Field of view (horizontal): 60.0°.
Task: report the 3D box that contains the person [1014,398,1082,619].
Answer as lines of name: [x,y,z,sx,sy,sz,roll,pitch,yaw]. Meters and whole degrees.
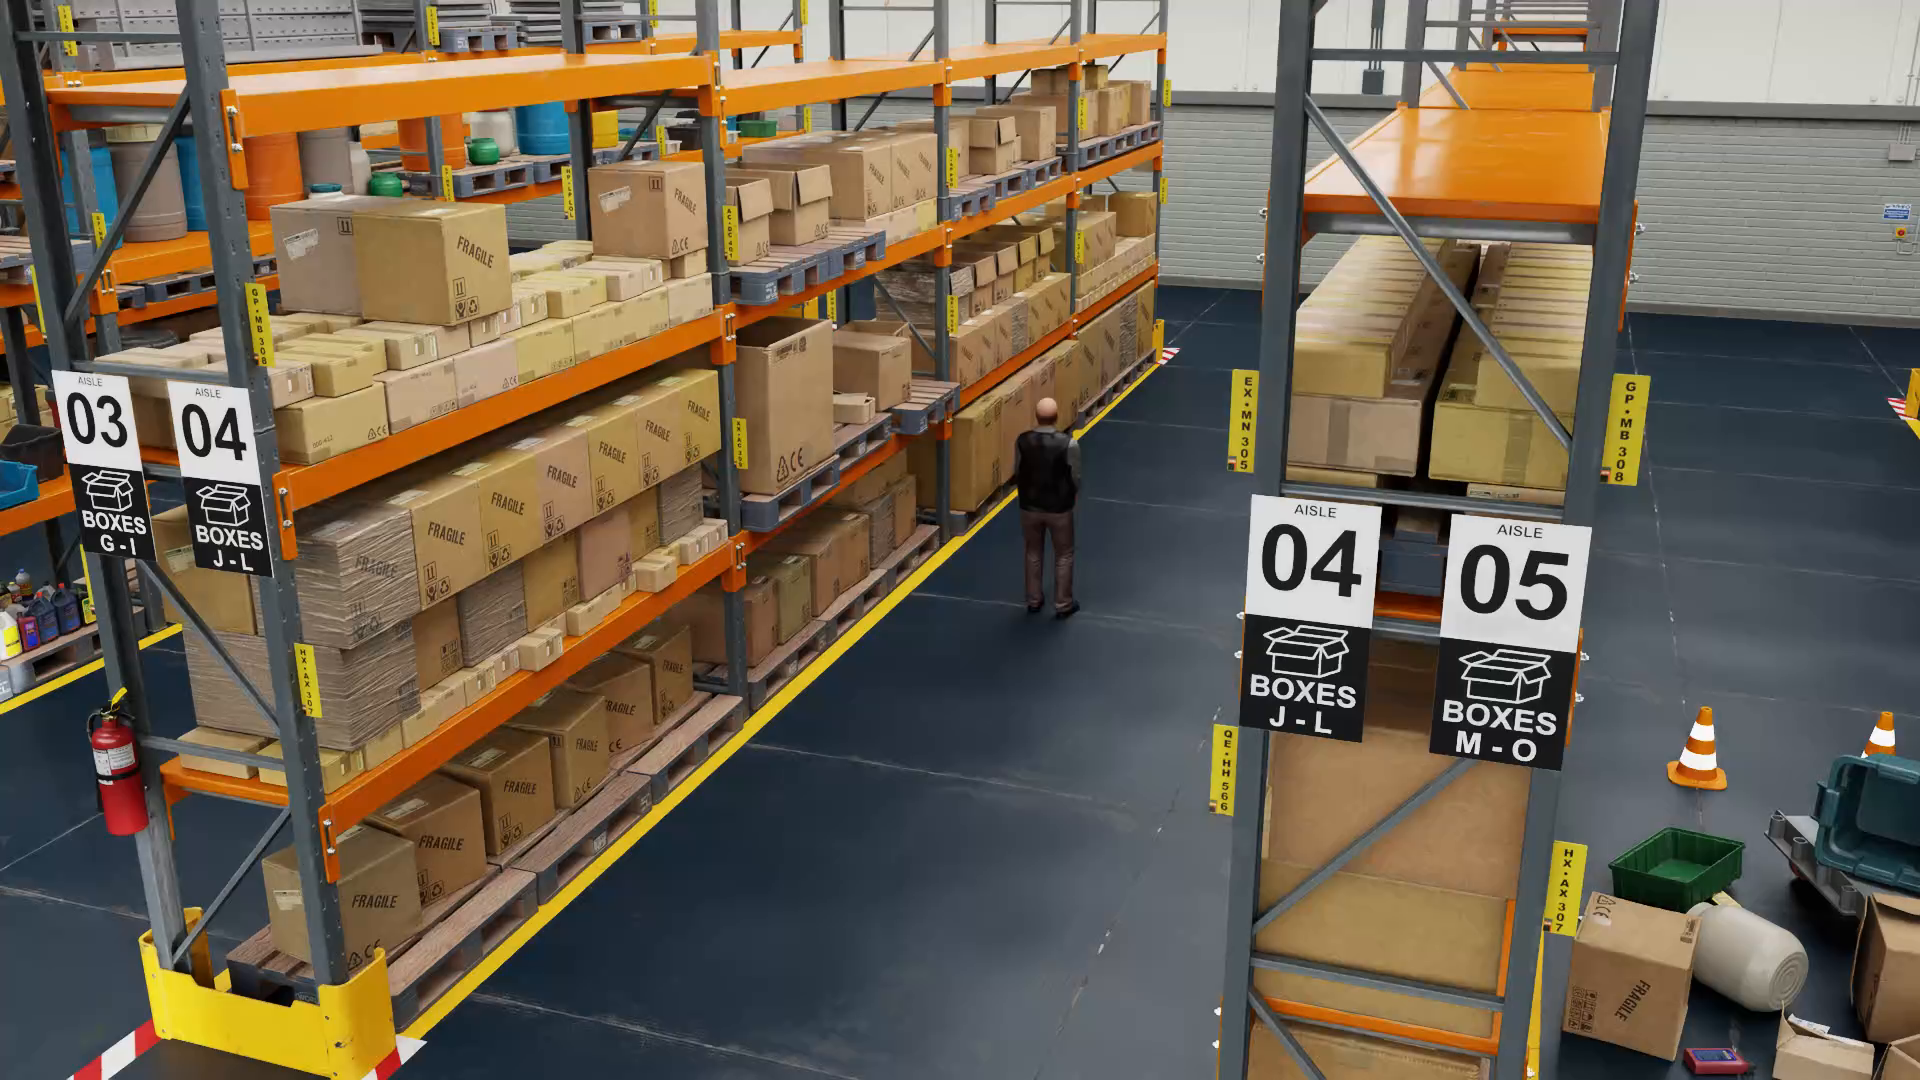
person: [0.683,-0.264,12.877,0.539,1.727,0.504,6,19,18]
